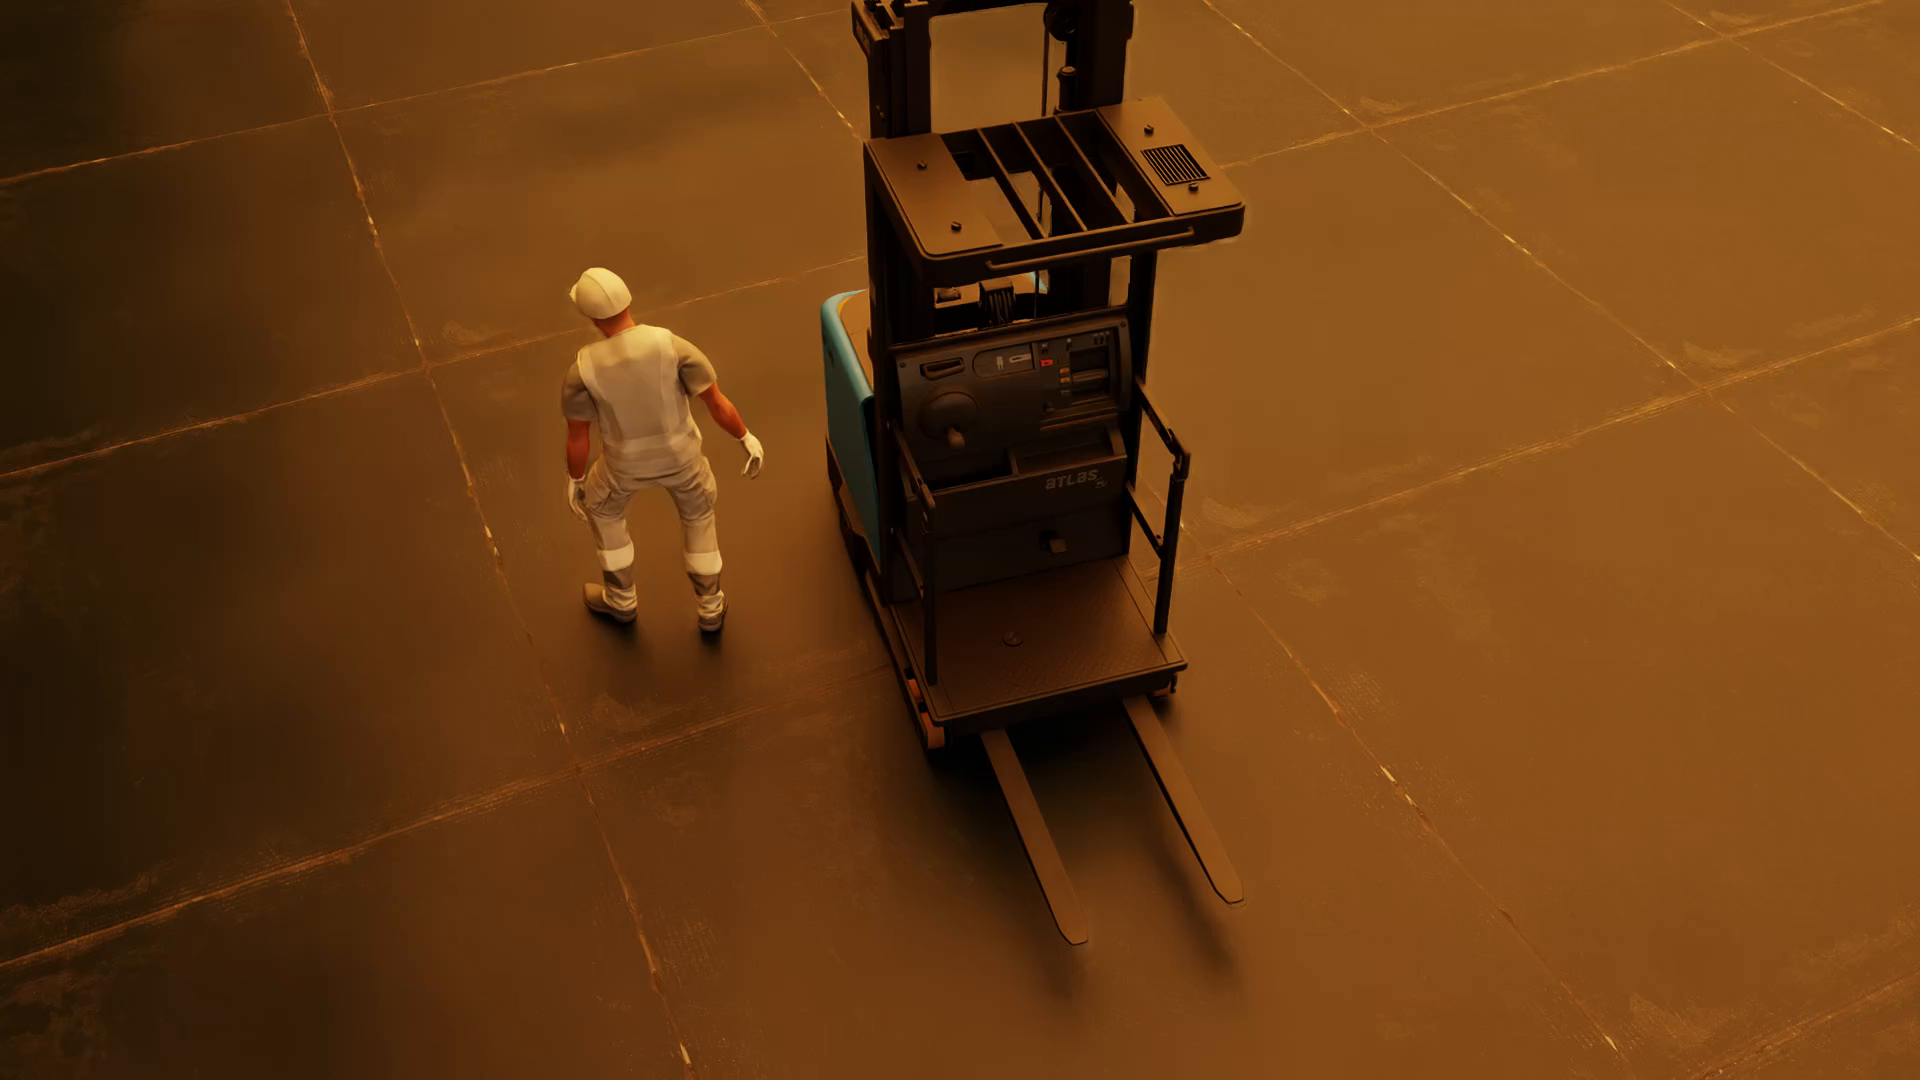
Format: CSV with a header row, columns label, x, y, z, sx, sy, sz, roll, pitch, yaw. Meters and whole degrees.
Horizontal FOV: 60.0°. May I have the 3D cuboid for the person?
label,x,y,z,sx,sy,sz,roll,pitch,yaw
person,-1.256,-0.346,6.906,0.866,1.745,0.469,-7,43,-7

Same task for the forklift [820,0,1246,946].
label,x,y,z,sx,sy,sz,roll,pitch,yaw
forklift,0.278,-0.512,6.228,1.130,2.935,3.031,-12,44,-12
